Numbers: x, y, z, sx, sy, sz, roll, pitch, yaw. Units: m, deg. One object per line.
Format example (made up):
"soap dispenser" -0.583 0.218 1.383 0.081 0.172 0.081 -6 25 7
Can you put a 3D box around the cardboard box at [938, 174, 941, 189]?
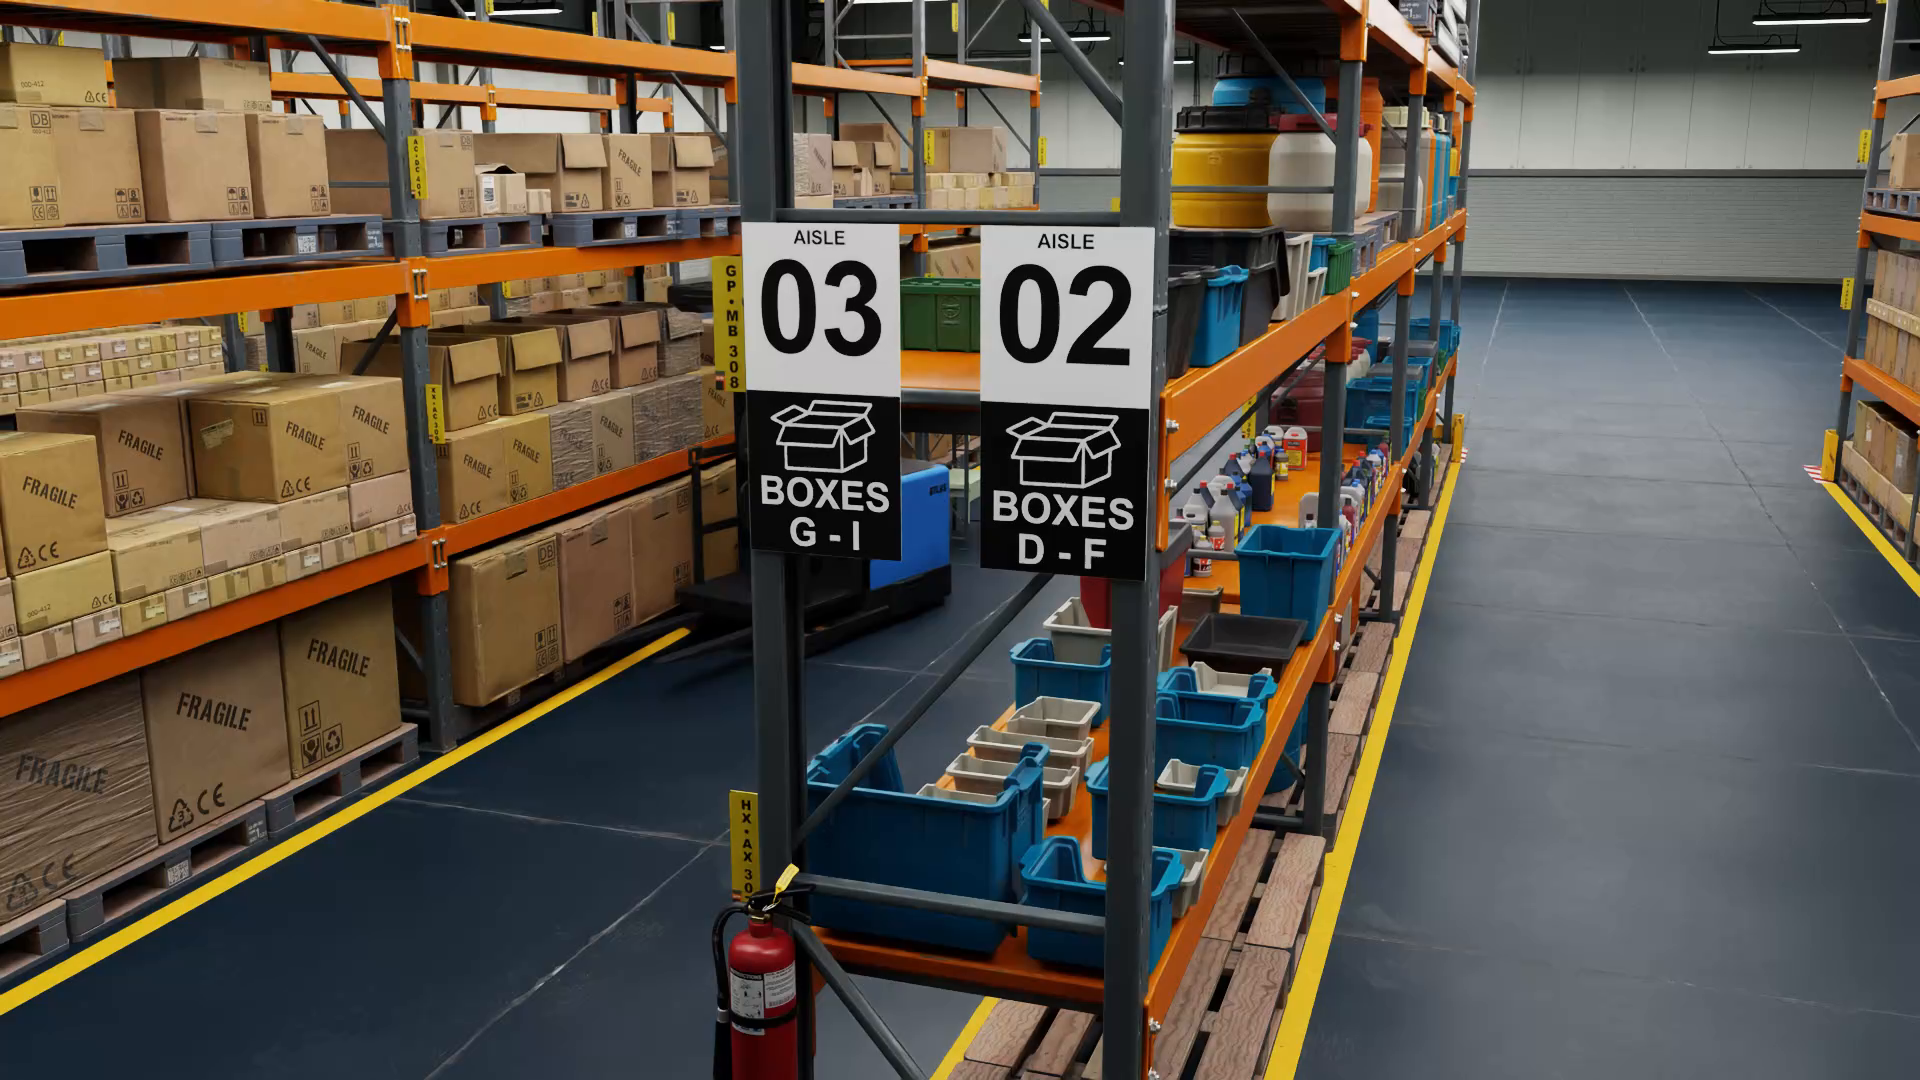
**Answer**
"cardboard box" -0.410 -3.648 16.929 0.380 0.149 0.250 4 13 16

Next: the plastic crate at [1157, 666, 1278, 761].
"plastic crate" 0.890 0.610 5.816 0.416 0.233 0.300 4 14 18

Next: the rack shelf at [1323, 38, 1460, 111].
"rack shelf" 3.211 -3.558 12.871 1.077 0.370 4.000 4 14 18

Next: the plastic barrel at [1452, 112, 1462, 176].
"plastic barrel" 5.115 -4.208 18.032 0.600 0.830 0.708 4 14 18

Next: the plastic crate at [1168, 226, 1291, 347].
"plastic crate" 0.730 -0.808 5.185 0.504 0.338 0.767 4 14 18

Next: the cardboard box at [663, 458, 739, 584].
"cardboard box" -2.366 -0.140 12.691 1.225 0.875 0.875 4 13 16

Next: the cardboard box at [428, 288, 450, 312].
"cardboard box" -5.808 -2.658 17.421 0.700 0.500 0.500 4 13 17

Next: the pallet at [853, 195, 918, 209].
"pallet" -1.129 -3.205 15.972 1.213 0.211 1.003 4 14 18

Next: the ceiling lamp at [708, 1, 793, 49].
"ceiling lamp" -4.684 -12.801 37.732 2.000 3.185 0.800 4 14 18

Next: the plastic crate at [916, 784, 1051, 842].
"plastic crate" 0.068 0.841 5.021 0.396 0.136 0.243 4 14 18

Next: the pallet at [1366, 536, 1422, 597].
"pallet" 3.248 0.185 13.703 1.003 0.211 1.213 4 14 18

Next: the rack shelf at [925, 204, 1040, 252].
"rack shelf" -0.181 -3.490 18.412 1.077 0.370 4.000 4 14 18

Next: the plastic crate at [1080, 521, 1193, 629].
"plastic crate" 0.744 0.194 7.120 0.402 0.464 0.583 4 14 18

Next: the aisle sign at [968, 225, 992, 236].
"aisle sign" 0.202 -4.101 20.374 0.394 0.787 0.004 4 14 18

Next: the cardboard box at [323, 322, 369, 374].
"cardboard box" -6.057 -1.830 16.042 0.500 0.500 0.500 4 14 18

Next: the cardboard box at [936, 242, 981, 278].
"cardboard box" 0.032 -3.031 18.388 0.500 0.500 0.500 4 14 18

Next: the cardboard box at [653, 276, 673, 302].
"cardboard box" -4.272 -3.169 21.796 0.875 0.550 0.550 4 14 18

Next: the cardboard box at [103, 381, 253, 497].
"cardboard box" -3.980 -0.525 8.528 0.500 0.500 0.500 4 14 18

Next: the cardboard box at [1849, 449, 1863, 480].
"cardboard box" 9.296 -0.747 16.755 0.500 0.250 0.500 4 14 18

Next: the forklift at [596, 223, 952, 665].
"forklift" -1.316 -0.746 11.667 1.130 2.935 3.031 9 16 34

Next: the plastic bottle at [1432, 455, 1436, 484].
"plastic bottle" 4.666 -0.702 16.439 0.061 0.283 0.133 5 14 21

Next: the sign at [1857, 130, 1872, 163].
"sign" 9.315 -4.054 17.123 0.100 0.325 0.005 4 14 18

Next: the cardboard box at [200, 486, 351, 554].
"cardboard box" -3.476 -0.123 8.457 0.500 0.250 0.500 5 14 20

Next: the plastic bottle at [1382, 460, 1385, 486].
"plastic bottle" 2.676 -0.453 10.680 0.097 0.201 0.097 0 13 0

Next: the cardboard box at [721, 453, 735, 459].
"cardboard box" -1.934 -0.619 13.904 0.500 0.250 0.500 5 14 21

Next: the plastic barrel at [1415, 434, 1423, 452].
"plastic barrel" 4.850 -1.185 18.085 0.421 0.512 0.421 0 13 0

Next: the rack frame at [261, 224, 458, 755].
"rack frame" -3.417 -0.273 9.441 1.000 3.000 0.127 4 14 18

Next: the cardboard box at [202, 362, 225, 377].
"cardboard box" -6.508 -1.438 14.170 0.380 0.149 0.250 5 14 19

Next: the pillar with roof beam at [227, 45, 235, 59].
"pillar with roof beam" -8.672 -7.666 28.351 9.100 9.000 0.548 4 14 18

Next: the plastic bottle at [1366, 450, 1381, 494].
"plastic bottle" 2.582 -0.426 10.403 0.097 0.271 0.097 0 13 0

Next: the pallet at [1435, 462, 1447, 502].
"pallet" 4.508 -0.637 17.305 1.003 0.211 1.213 4 14 18

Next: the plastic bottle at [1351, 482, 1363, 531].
"plastic bottle" 2.218 -0.189 9.366 0.097 0.271 0.097 0 13 0

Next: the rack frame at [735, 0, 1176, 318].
"rack frame" -0.024 -1.999 3.521 1.000 3.000 0.127 4 14 18

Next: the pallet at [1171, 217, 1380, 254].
"pallet" 1.795 -1.697 9.367 1.003 0.211 1.213 4 14 18

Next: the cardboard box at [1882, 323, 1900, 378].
"cardboard box" 9.343 -1.821 16.003 0.700 0.500 0.500 4 14 19

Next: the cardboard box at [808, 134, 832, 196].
"cardboard box" -1.403 -3.163 14.016 0.500 0.500 0.500 4 13 17

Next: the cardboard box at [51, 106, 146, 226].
"cardboard box" -4.095 -1.655 7.365 0.700 0.500 0.500 5 14 21

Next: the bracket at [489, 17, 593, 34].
"bracket" -9.495 -11.602 37.506 0.076 0.066 4.783 4 14 18

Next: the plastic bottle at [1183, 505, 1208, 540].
"plastic bottle" 1.210 -0.039 8.695 0.152 0.276 0.135 4 14 18

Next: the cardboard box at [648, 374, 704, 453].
"cardboard box" -2.215 -0.937 12.129 0.500 0.500 0.500 4 14 18

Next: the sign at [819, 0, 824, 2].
"sign" -1.336 -5.419 16.229 0.100 0.325 0.005 4 14 18

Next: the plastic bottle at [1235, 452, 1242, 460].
"plastic bottle" 1.701 -0.393 10.233 0.061 0.283 0.133 4 14 18

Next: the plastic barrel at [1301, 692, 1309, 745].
"plastic barrel" 1.691 0.640 9.215 0.600 0.901 0.708 4 14 18

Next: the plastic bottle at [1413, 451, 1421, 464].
"plastic bottle" 4.562 -0.762 16.716 0.152 0.276 0.135 4 14 18

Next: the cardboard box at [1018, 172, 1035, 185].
"cardboard box" 0.671 -4.302 19.795 0.380 0.149 0.250 4 14 18

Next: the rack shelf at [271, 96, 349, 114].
"rack shelf" -9.558 -5.664 21.205 1.077 0.370 4.000 4 14 18

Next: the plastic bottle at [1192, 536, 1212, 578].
"plastic bottle" 1.215 0.080 8.344 0.097 0.201 0.097 0 13 0

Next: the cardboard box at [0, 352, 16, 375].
"cardboard box" -7.179 -1.292 12.193 0.380 0.149 0.250 4 14 18

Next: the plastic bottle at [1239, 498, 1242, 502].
"plastic bottle" 1.497 -0.138 9.139 0.097 0.271 0.097 0 13 0

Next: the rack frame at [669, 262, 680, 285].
"rack frame" -4.195 -3.178 22.169 1.000 3.000 0.127 4 14 18

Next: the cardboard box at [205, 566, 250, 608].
"cardboard box" -3.621 0.208 7.899 0.380 0.149 0.250 4 13 17

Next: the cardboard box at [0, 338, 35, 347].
"cardboard box" -7.540 -1.505 13.126 0.380 0.149 0.250 5 14 20

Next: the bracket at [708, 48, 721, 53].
"bracket" -6.720 -13.408 45.418 0.235 0.232 0.430 4 14 18

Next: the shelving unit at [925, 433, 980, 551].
"shelving unit" 0.002 -0.733 14.827 0.431 1.500 0.755 4 14 18

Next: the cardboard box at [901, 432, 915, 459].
"cardboard box" -0.661 -1.024 17.409 0.500 0.500 0.500 4 13 17

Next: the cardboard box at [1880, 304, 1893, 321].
"cardboard box" 9.259 -2.222 16.299 0.380 0.149 0.250 4 13 18
